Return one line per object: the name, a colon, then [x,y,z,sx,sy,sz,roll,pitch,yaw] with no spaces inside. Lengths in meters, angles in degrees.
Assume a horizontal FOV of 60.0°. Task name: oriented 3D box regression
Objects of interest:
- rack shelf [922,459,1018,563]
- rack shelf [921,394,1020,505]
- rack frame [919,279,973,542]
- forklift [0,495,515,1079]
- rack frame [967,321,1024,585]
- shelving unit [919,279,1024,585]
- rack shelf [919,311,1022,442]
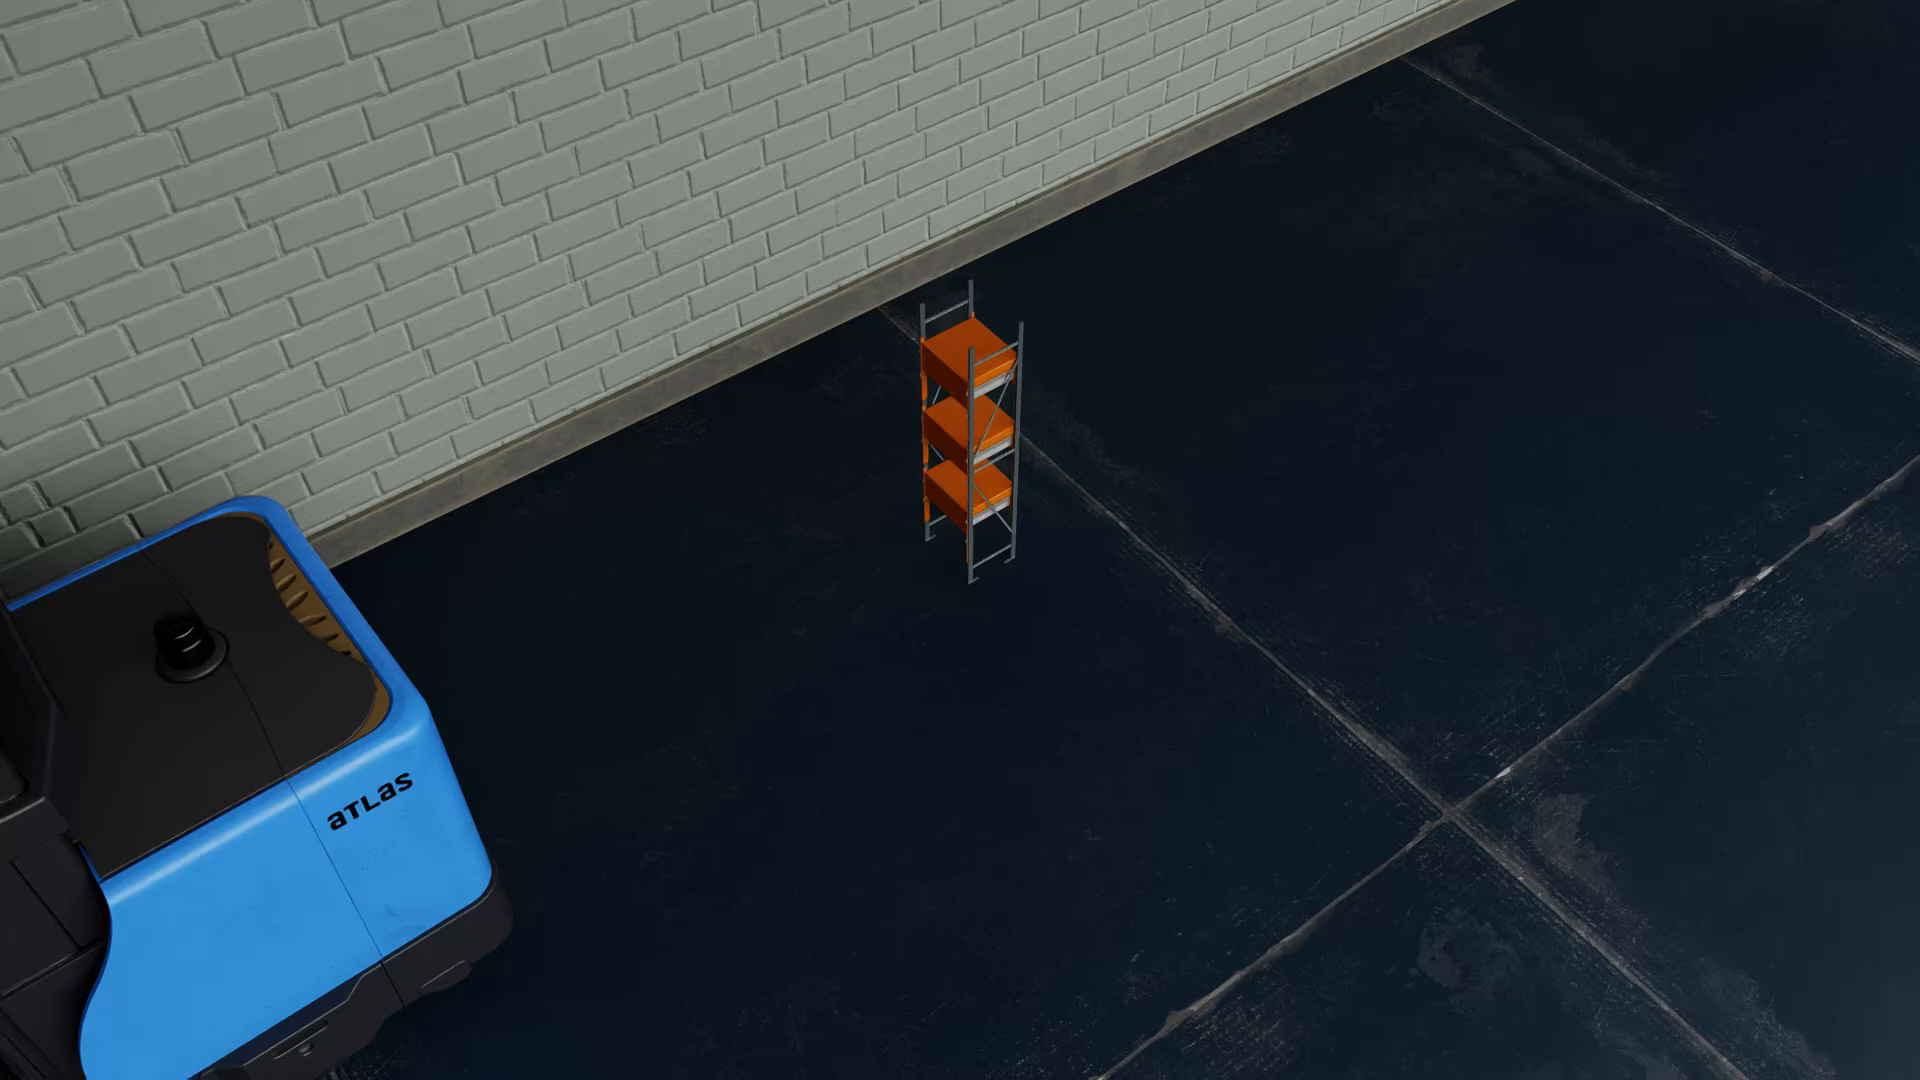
rack shelf: [0.032,-0.127,5.546,0.215,0.259,0.240,-29,54,-24]
rack shelf: [0.032,-0.314,5.340,0.215,0.259,0.240,-29,54,-24]
rack frame: [-0.041,-0.393,5.398,0.200,1.050,0.008,-29,54,-24]
forklift: [-2.718,0.556,3.268,3.031,2.935,1.130,-31,55,-25]
rack frame: [0.106,-0.249,5.267,0.200,1.050,0.008,-29,54,-24]
shelving unit: [0.032,-0.321,5.332,0.215,1.050,0.252,-29,54,-24]
rack shelf: [0.032,-0.505,5.130,0.215,0.259,0.240,-29,54,-24]
